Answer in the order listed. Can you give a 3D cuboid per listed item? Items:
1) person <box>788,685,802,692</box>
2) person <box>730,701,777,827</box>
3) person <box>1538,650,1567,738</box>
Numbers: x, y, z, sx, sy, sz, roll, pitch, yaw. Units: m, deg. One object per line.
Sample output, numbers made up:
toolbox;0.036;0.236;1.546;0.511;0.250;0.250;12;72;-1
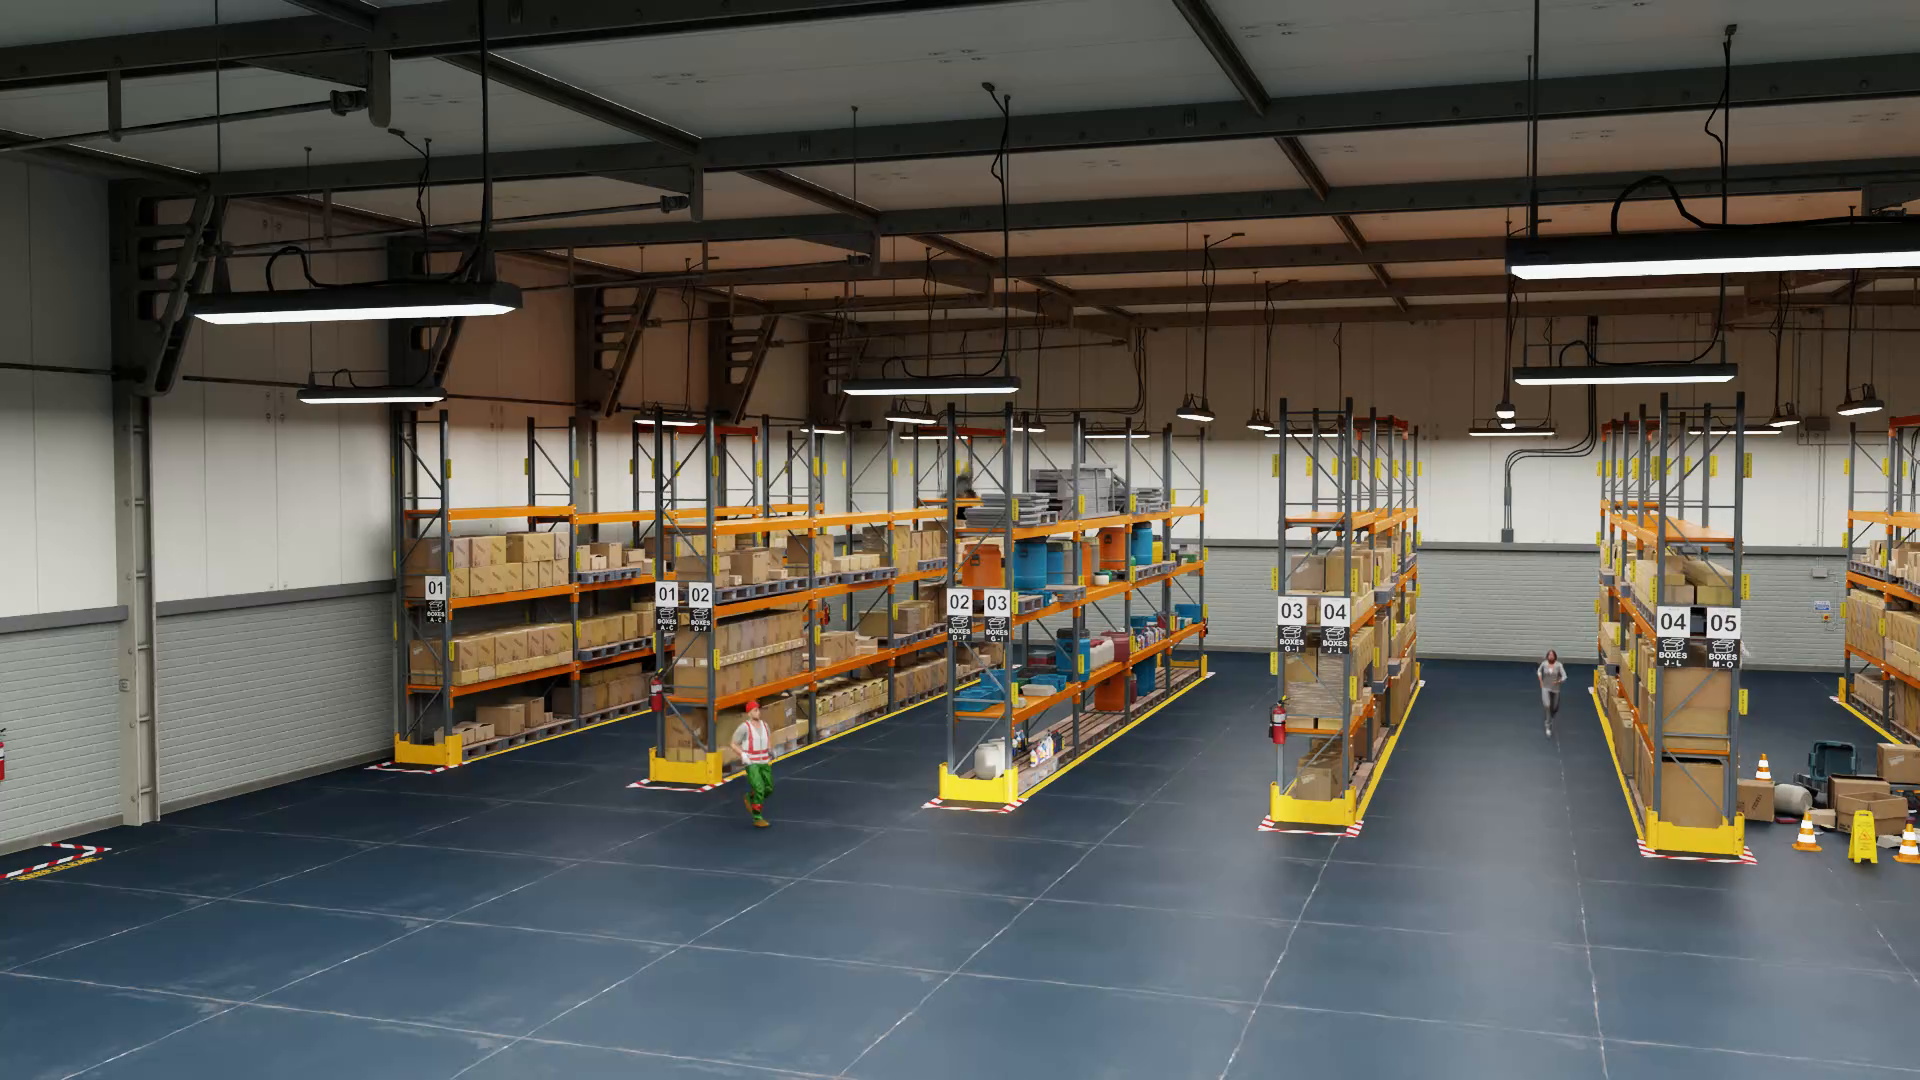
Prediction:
person;-3.407;2.724;34.332;0.623;1.639;0.531;1;3;17
person;-2.898;3.129;23.346;0.658;1.741;0.690;-2;3;-43
person;11.182;2.865;31.405;0.506;1.601;1.032;1;3;15
